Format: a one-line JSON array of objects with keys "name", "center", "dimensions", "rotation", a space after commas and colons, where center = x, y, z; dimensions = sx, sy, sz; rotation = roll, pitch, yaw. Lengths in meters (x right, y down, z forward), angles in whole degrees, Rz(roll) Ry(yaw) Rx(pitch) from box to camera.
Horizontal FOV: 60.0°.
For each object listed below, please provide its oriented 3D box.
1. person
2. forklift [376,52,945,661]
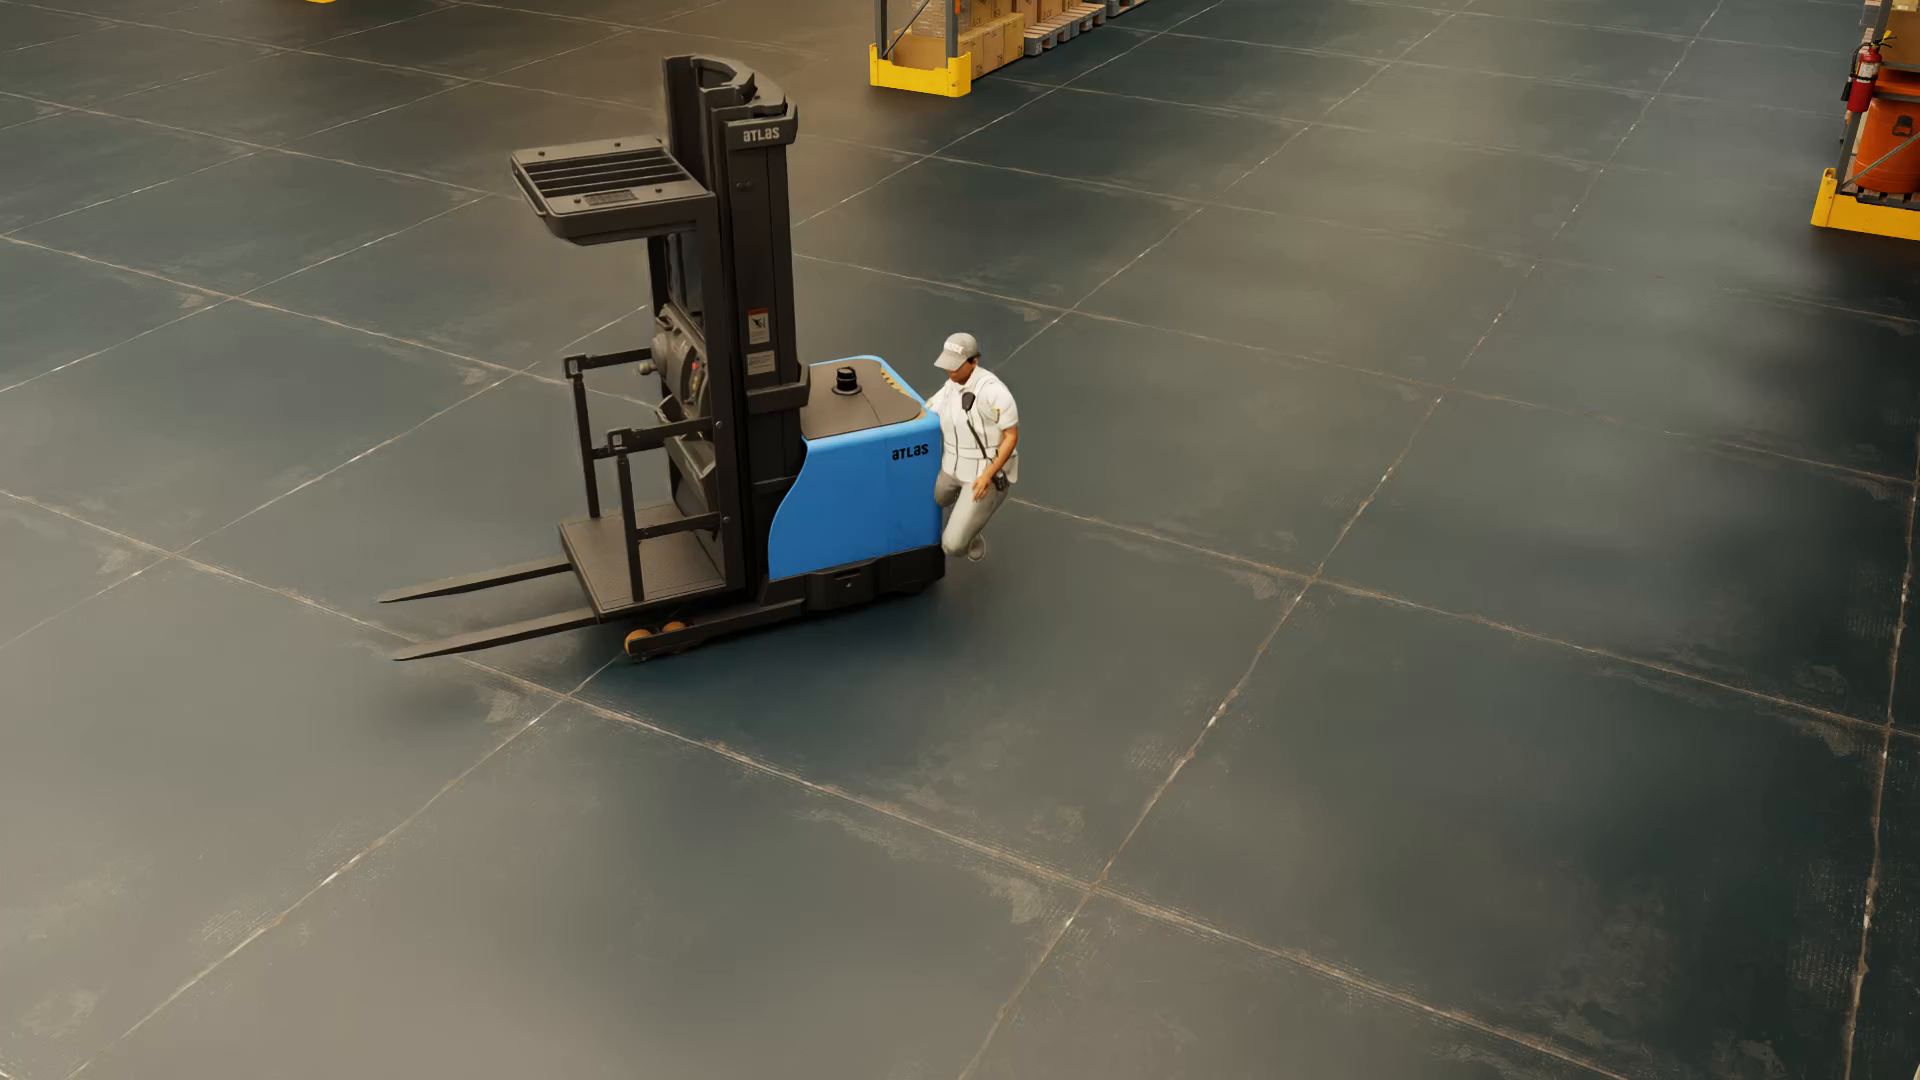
[{"name": "person", "center": [-0.110, -0.382, 9.130], "dimensions": [0.666, 1.532, 0.749], "rotation": [-23, 37, -35]}, {"name": "forklift", "center": [-1.649, -0.923, 8.669], "dimensions": [3.031, 2.935, 1.130], "rotation": [-12, 32, -21]}]
